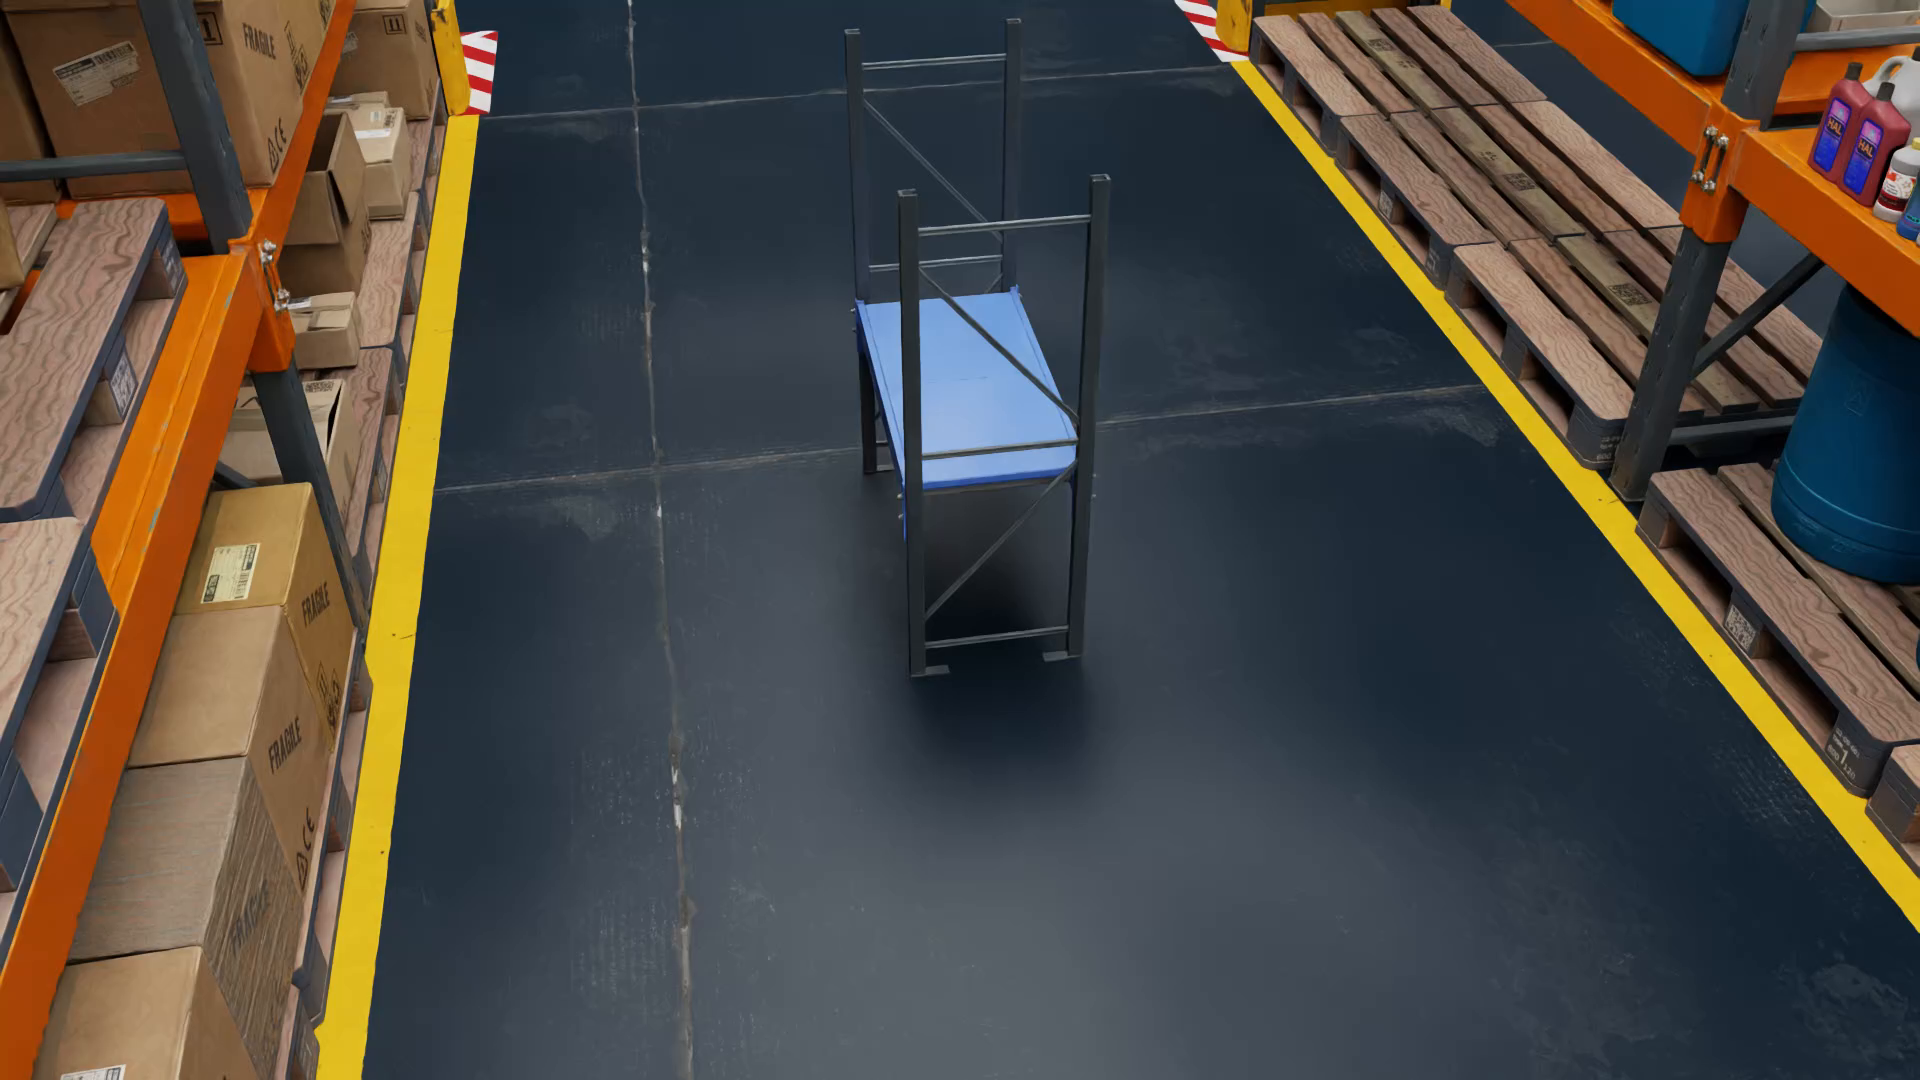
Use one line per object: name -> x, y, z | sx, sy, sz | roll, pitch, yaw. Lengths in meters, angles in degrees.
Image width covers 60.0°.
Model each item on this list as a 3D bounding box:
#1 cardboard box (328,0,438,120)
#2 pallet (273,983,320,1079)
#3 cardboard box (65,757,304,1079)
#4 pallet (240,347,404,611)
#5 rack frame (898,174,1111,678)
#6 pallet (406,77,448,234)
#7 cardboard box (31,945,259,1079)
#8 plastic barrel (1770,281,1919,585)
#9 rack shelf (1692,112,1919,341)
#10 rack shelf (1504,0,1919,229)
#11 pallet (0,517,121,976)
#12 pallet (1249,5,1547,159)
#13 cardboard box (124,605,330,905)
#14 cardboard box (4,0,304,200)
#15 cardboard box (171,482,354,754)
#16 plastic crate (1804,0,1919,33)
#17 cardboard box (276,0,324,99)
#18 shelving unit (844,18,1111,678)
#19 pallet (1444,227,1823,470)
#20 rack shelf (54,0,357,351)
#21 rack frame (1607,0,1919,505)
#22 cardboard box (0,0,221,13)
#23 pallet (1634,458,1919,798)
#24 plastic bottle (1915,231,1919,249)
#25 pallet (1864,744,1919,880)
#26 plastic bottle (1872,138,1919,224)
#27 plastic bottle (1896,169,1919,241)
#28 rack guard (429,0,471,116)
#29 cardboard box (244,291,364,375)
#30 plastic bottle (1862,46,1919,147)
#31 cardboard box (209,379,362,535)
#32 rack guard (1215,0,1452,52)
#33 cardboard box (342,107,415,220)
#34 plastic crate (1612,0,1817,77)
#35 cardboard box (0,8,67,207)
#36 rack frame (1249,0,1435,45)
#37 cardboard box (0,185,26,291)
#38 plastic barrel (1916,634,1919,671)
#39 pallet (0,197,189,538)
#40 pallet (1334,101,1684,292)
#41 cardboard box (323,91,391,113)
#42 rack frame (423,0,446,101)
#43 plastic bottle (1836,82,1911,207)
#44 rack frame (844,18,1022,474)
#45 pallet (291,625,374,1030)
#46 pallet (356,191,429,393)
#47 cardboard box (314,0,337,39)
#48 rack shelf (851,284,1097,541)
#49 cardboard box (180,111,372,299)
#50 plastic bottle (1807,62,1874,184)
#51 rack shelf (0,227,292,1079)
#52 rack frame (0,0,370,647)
cardboard box -> -2.601, -2.160, 7.264 | 0.500, 0.500, 0.500 | -6, 38, -8
pallet -> -1.840, 1.468, 3.188 | 1.003, 0.211, 1.213 | -6, 38, -8
cardboard box -> -1.703, 0.824, 3.423 | 0.500, 0.500, 0.500 | -6, 38, -7
pallet -> -2.357, -0.172, 5.300 | 1.003, 0.211, 1.213 | -6, 38, -8
rack frame -> 0.104, -0.234, 4.328 | 0.500, 1.500, 0.032 | -6, 38, -8
pallet -> -2.784, -1.646, 7.197 | 1.003, 0.211, 1.213 | -6, 38, -8
cardboard box -> -1.611, 1.131, 3.028 | 0.500, 0.500, 0.500 | -7, 38, -9
plastic barrel -> 2.719, -0.396, 4.683 | 0.600, 0.901, 0.708 | -6, 38, -8
rack shelf -> 2.991, 0.103, 3.259 | 1.077, 0.370, 4.000 | -6, 38, -8
rack shelf -> 2.290, -2.313, 6.369 | 1.077, 0.370, 4.000 | -6, 38, -8
pallet -> -1.881, 0.459, 2.371 | 1.003, 0.211, 1.213 | -6, 38, -8
pallet -> 2.045, -2.202, 7.912 | 1.003, 0.211, 1.213 | -6, 38, -8
cardboard box -> -1.790, 0.521, 3.813 | 0.500, 0.500, 0.500 | -6, 38, -8
cardboard box -> -2.058, -1.235, 4.314 | 0.500, 0.500, 0.500 | -5, 38, -7
cardboard box -> -1.868, 0.222, 4.198 | 0.500, 0.500, 0.500 | -6, 38, -8
plastic crate -> 2.699, -1.605, 5.037 | 0.396, 0.136, 0.243 | -6, 38, -8
cardboard box -> -2.151, -1.544, 4.711 | 0.500, 0.500, 0.500 | -6, 38, -7
shelving unit -> 0.015, -0.541, 4.724 | 0.538, 1.500, 1.048 | -6, 38, -8
pallet -> 2.473, -0.728, 6.015 | 1.003, 0.211, 1.213 | -6, 38, -8
rack shelf -> -2.588, -1.783, 5.686 | 1.077, 0.370, 4.000 | -6, 38, -8
rack frame -> 2.640, -1.389, 4.593 | 1.000, 3.000, 0.127 | -6, 38, -8
cardboard box -> -2.043, -1.608, 3.978 | 0.500, 0.500, 0.500 | -5, 38, -7
pallet -> 2.734, 0.182, 4.843 | 1.003, 0.211, 1.213 | -6, 38, -8
plastic bottle -> 2.410, -0.799, 3.934 | 0.152, 0.276, 0.135 | -6, 38, -8
pallet -> 2.952, 0.921, 3.893 | 1.003, 0.211, 1.213 | -6, 38, -8
plastic bottle -> 2.346, -0.895, 4.119 | 0.097, 0.201, 0.097 | 0, 38, 0
plastic bottle -> 2.363, -0.864, 4.022 | 0.097, 0.271, 0.097 | 0, 38, 0
rack guard -> -2.925, -2.242, 7.728 | 1.175, 0.500, 0.348 | -6, 38, -8
cardboard box -> -2.259, -0.712, 5.672 | 0.380, 0.166, 0.250 | -6, 38, -8
plastic bottle -> 2.390, -1.098, 4.259 | 0.144, 0.351, 0.185 | -6, 38, -8
cardboard box -> -2.098, -0.248, 4.957 | 0.500, 0.311, 0.500 | -6, 38, -8
rack guard -> 1.922, -2.831, 8.487 | 1.175, 0.500, 0.348 | -6, 38, -8
cardboard box -> -2.464, -1.484, 6.598 | 0.500, 0.250, 0.500 | -6, 38, -8
plastic crate -> 2.223, -1.652, 4.896 | 0.392, 0.384, 0.575 | -6, 38, -8
cardboard box -> -2.577, -1.173, 4.233 | 0.500, 0.500, 0.500 | -6, 38, -7
rack frame -> 1.939, -3.805, 7.703 | 1.000, 3.000, 0.127 | -6, 38, -8
cardboard box -> -2.374, -0.754, 3.352 | 0.700, 0.500, 0.500 | -19, 42, -23
plastic barrel -> 2.843, 0.032, 4.132 | 0.600, 0.901, 0.708 | -6, 38, -8
pallet -> -2.204, -0.289, 3.333 | 1.003, 0.211, 1.213 | -6, 38, -8
pallet -> 2.256, -1.467, 6.966 | 1.003, 0.211, 1.213 | -6, 38, -8
cardboard box -> -2.618, -1.773, 7.039 | 0.380, 0.166, 0.250 | -6, 38, -8
rack frame -> -2.938, -3.275, 7.020 | 1.000, 3.000, 0.127 | -6, 38, -8
plastic bottle -> 2.308, -0.995, 4.181 | 0.061, 0.283, 0.133 | -6, 38, -8
rack frame -> -0.074, -0.848, 5.119 | 0.500, 1.500, 0.032 | -6, 38, -8
pallet -> -2.057, 0.730, 4.139 | 1.003, 0.211, 1.213 | -6, 38, -8
pallet -> -2.574, -0.911, 6.251 | 1.003, 0.211, 1.213 | -6, 38, -8
cardboard box -> -2.237, -1.847, 5.101 | 0.500, 0.500, 0.500 | -6, 38, -8
rack shelf -> 0.015, -0.399, 4.834 | 0.538, 0.185, 1.000 | -6, 38, -8
cardboard box -> -2.572, -1.181, 6.001 | 0.797, 0.503, 0.637 | -6, 38, -8
plastic bottle -> 2.284, -1.076, 4.285 | 0.061, 0.283, 0.133 | -6, 38, -8
rack shelf -> -1.886, 0.633, 2.576 | 1.077, 0.370, 4.000 | -6, 38, -8
rack frame -> -2.237, -0.859, 3.911 | 1.000, 3.000, 0.127 | -6, 38, -8
